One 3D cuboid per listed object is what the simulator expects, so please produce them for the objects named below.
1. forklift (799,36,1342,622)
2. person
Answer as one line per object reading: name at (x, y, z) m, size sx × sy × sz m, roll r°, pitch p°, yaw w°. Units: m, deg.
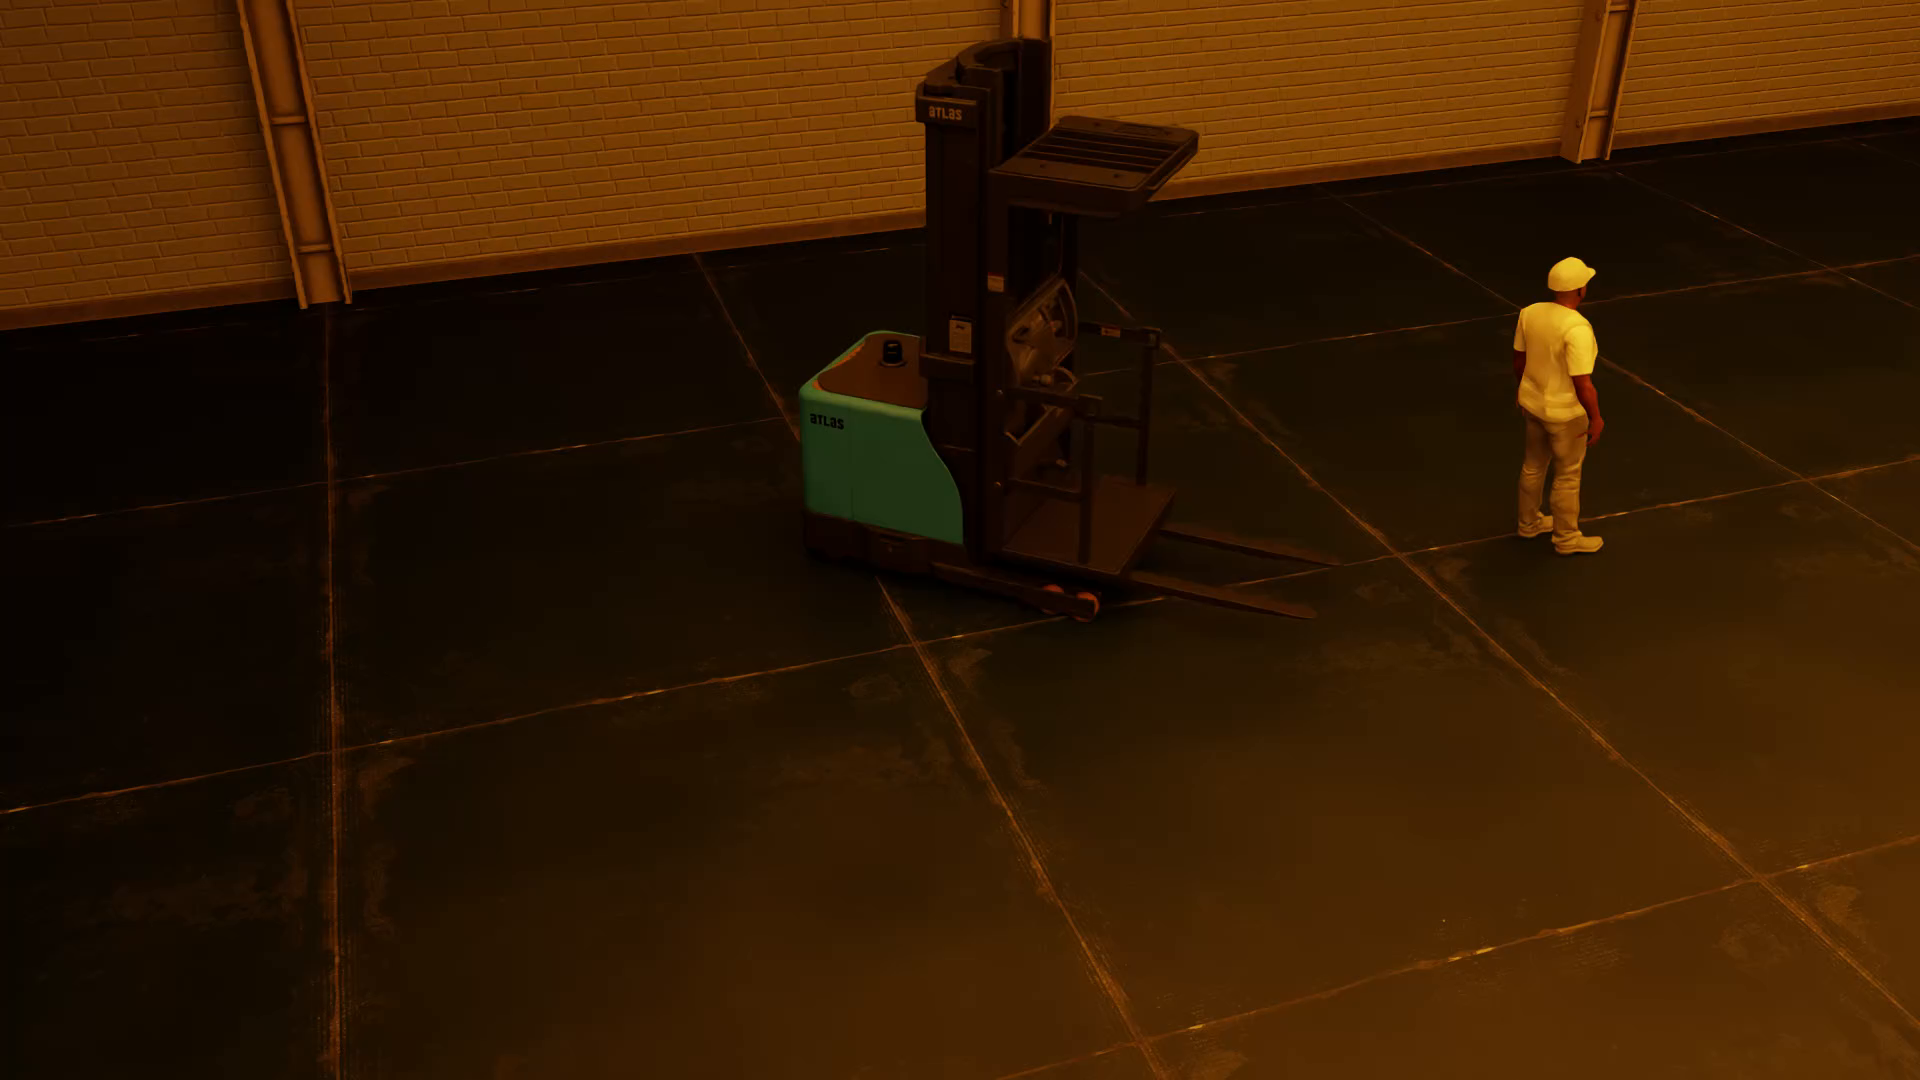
forklift at (0.635, -1.116, 9.026) m, size 3.031 × 2.935 × 1.130 m, roll 12°, pitch 32°, yaw 20°
person at (3.496, -0.788, 9.619) m, size 0.549 × 1.770 × 0.664 m, roll -12°, pitch 32°, yaw -19°
